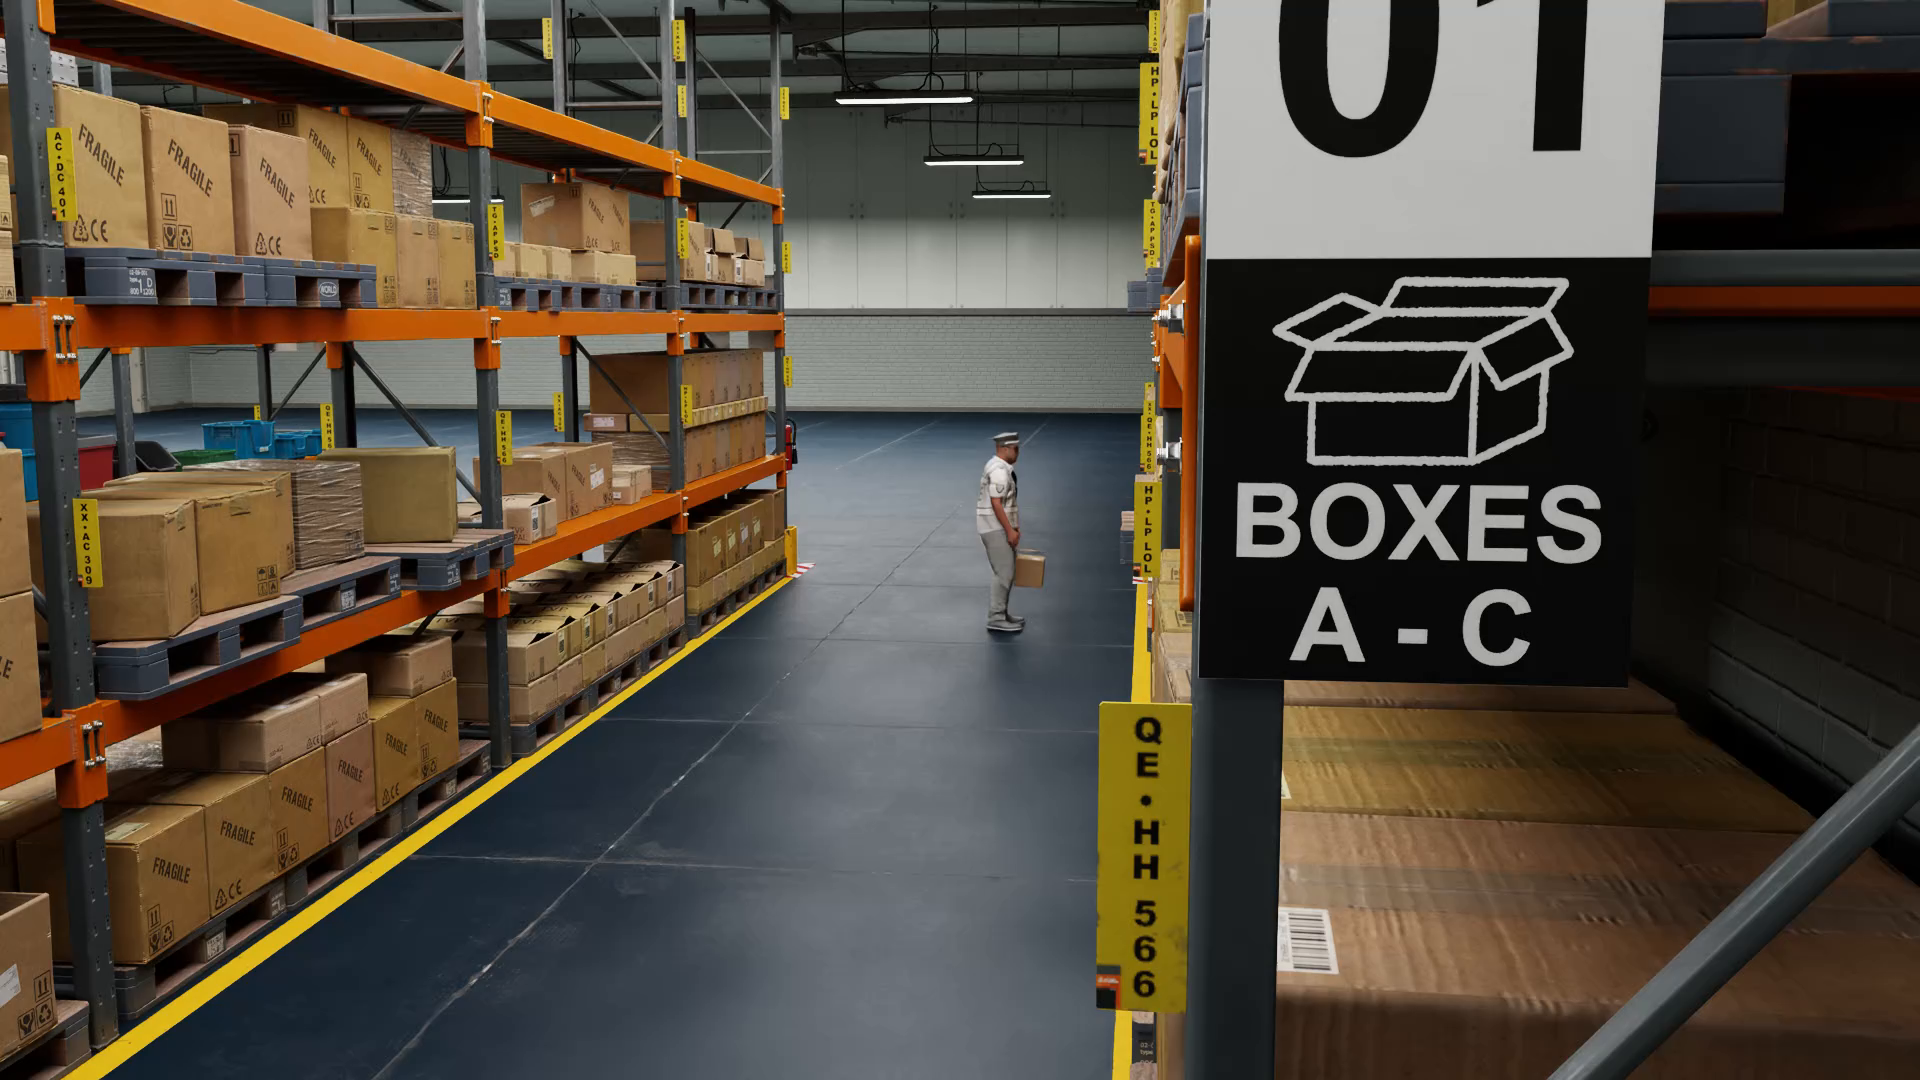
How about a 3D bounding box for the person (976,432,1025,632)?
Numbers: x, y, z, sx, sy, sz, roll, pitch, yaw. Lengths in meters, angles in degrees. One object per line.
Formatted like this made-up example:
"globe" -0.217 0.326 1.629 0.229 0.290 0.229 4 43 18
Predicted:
"person" 0.364 -0.087 14.892 0.434 1.756 0.560 1 8 5
